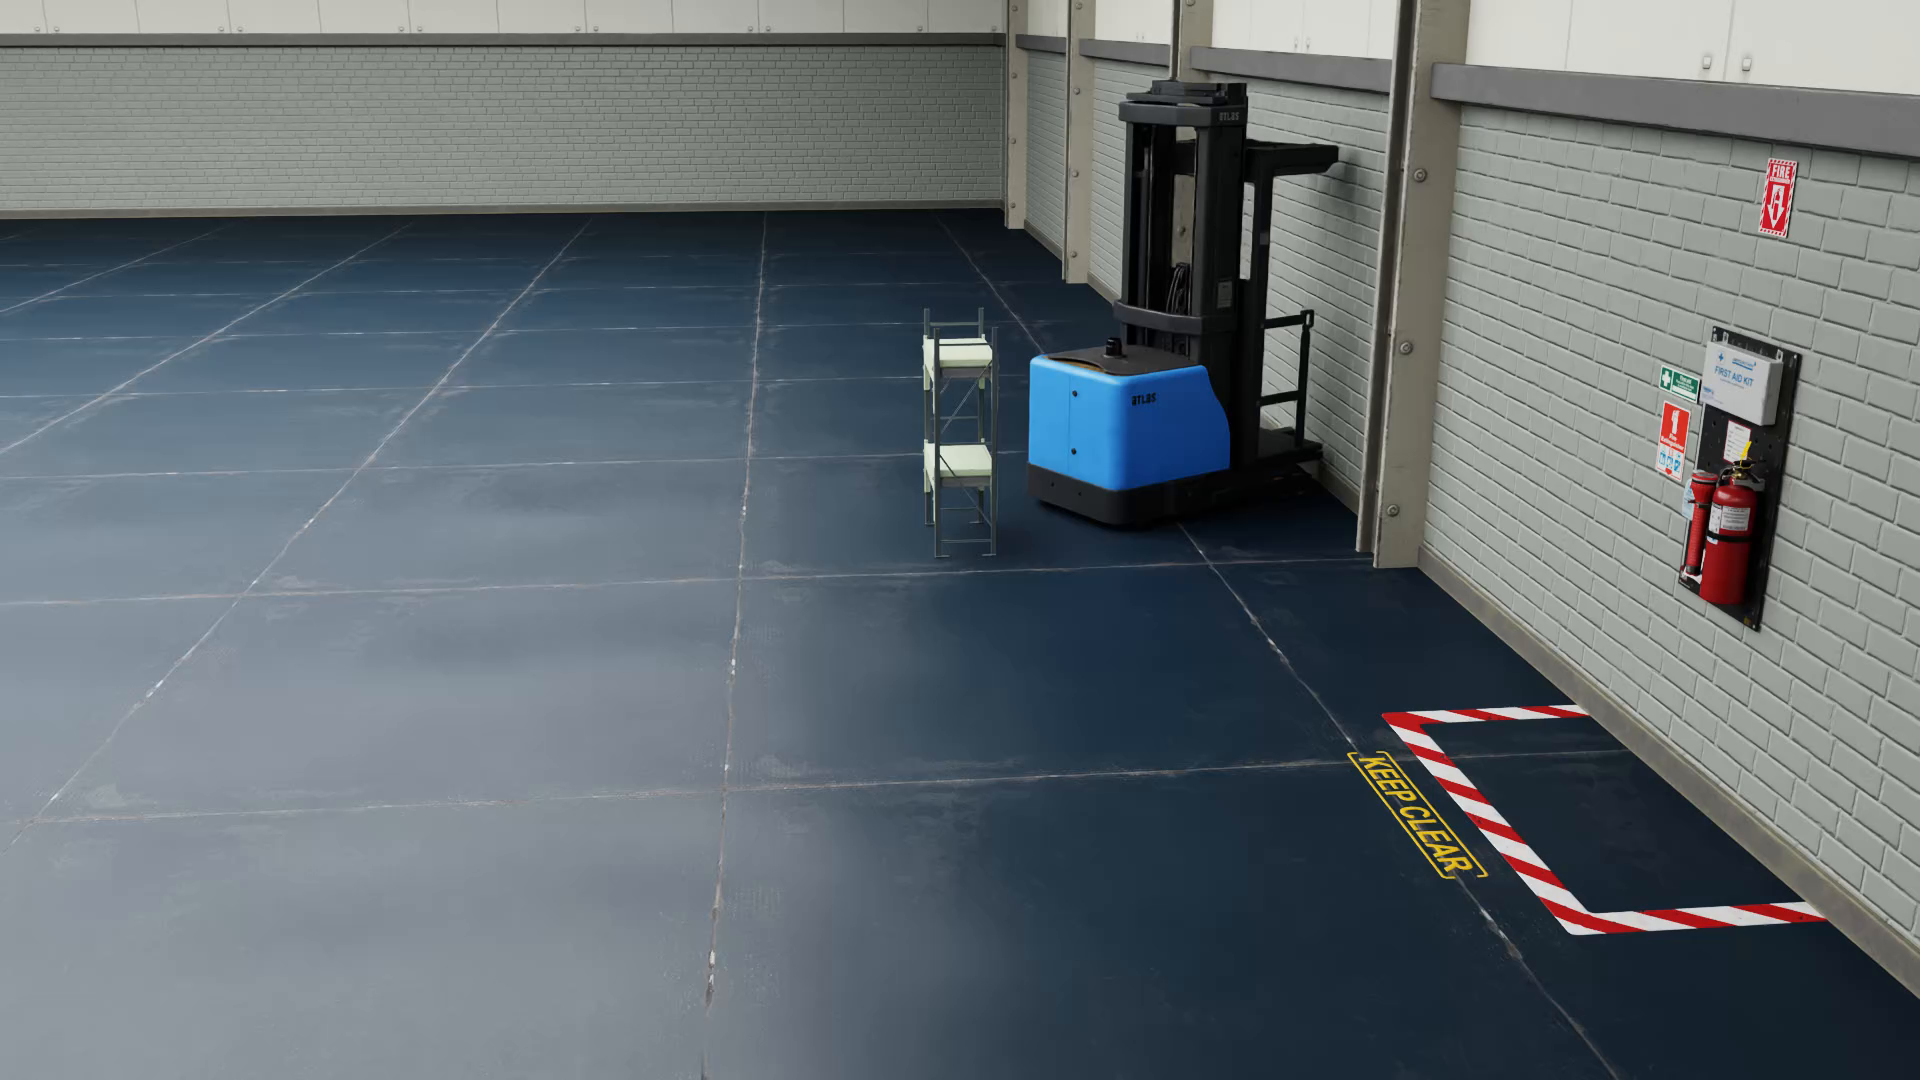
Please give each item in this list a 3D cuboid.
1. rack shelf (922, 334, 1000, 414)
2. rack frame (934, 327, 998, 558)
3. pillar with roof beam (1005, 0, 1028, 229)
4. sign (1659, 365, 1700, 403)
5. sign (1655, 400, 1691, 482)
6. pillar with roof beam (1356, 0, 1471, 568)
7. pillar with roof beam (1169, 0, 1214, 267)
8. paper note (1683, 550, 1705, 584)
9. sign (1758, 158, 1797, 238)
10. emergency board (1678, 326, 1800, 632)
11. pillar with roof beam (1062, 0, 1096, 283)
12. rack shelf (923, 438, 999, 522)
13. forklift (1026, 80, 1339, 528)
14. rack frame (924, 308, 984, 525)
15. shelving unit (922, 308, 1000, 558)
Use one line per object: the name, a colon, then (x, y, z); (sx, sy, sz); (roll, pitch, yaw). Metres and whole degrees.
rack shelf: (-0.001, -1.090, 10.842); (0.431, 0.370, 0.720); (-2, 18, -6)
rack frame: (0.037, -0.609, 10.611); (0.400, 1.500, 0.023); (-2, 18, -6)
pillar with roof beam: (-3.354, -9.407, 26.118); (9.100, 9.000, 0.400); (-2, 18, -6)
sign: (3.224, -0.701, 7.458); (0.001, 0.109, 0.331); (-2, 18, -6)
sign: (3.232, -0.450, 7.543); (0.001, 0.329, 0.234); (-2, 18, -6)
pillar with roof beam: (-1.497, -4.044, 9.036); (9.100, 9.000, 0.400); (-2, 18, -6)
pillar with roof beam: (-2.116, -5.832, 14.730); (9.100, 9.000, 0.400); (-2, 18, -6)
paper note: (3.237, 0.101, 7.320); (0.016, 0.148, 0.142); (-2, 18, -6)
sign: (3.285, -1.376, 6.683); (0.001, 0.298, 0.199); (-2, 18, -6)
emergency board: (3.187, -0.265, 7.013); (0.194, 1.169, 0.643); (-2, 18, -6)
pillar with roof beam: (-2.735, -7.620, 20.424); (9.100, 9.000, 0.400); (-2, 18, -6)
rack shelf: (-0.001, -0.407, 11.056); (0.431, 0.370, 0.720); (-2, 18, -6)
forklift: (1.972, -1.811, 12.052); (3.031, 2.935, 1.130); (-12, 21, -34)
rack frame: (-0.038, -0.827, 11.306); (0.400, 1.500, 0.023); (-2, 18, -6)
shelving unit: (-0.001, -0.718, 10.959); (0.431, 1.500, 0.755); (-2, 18, -6)
